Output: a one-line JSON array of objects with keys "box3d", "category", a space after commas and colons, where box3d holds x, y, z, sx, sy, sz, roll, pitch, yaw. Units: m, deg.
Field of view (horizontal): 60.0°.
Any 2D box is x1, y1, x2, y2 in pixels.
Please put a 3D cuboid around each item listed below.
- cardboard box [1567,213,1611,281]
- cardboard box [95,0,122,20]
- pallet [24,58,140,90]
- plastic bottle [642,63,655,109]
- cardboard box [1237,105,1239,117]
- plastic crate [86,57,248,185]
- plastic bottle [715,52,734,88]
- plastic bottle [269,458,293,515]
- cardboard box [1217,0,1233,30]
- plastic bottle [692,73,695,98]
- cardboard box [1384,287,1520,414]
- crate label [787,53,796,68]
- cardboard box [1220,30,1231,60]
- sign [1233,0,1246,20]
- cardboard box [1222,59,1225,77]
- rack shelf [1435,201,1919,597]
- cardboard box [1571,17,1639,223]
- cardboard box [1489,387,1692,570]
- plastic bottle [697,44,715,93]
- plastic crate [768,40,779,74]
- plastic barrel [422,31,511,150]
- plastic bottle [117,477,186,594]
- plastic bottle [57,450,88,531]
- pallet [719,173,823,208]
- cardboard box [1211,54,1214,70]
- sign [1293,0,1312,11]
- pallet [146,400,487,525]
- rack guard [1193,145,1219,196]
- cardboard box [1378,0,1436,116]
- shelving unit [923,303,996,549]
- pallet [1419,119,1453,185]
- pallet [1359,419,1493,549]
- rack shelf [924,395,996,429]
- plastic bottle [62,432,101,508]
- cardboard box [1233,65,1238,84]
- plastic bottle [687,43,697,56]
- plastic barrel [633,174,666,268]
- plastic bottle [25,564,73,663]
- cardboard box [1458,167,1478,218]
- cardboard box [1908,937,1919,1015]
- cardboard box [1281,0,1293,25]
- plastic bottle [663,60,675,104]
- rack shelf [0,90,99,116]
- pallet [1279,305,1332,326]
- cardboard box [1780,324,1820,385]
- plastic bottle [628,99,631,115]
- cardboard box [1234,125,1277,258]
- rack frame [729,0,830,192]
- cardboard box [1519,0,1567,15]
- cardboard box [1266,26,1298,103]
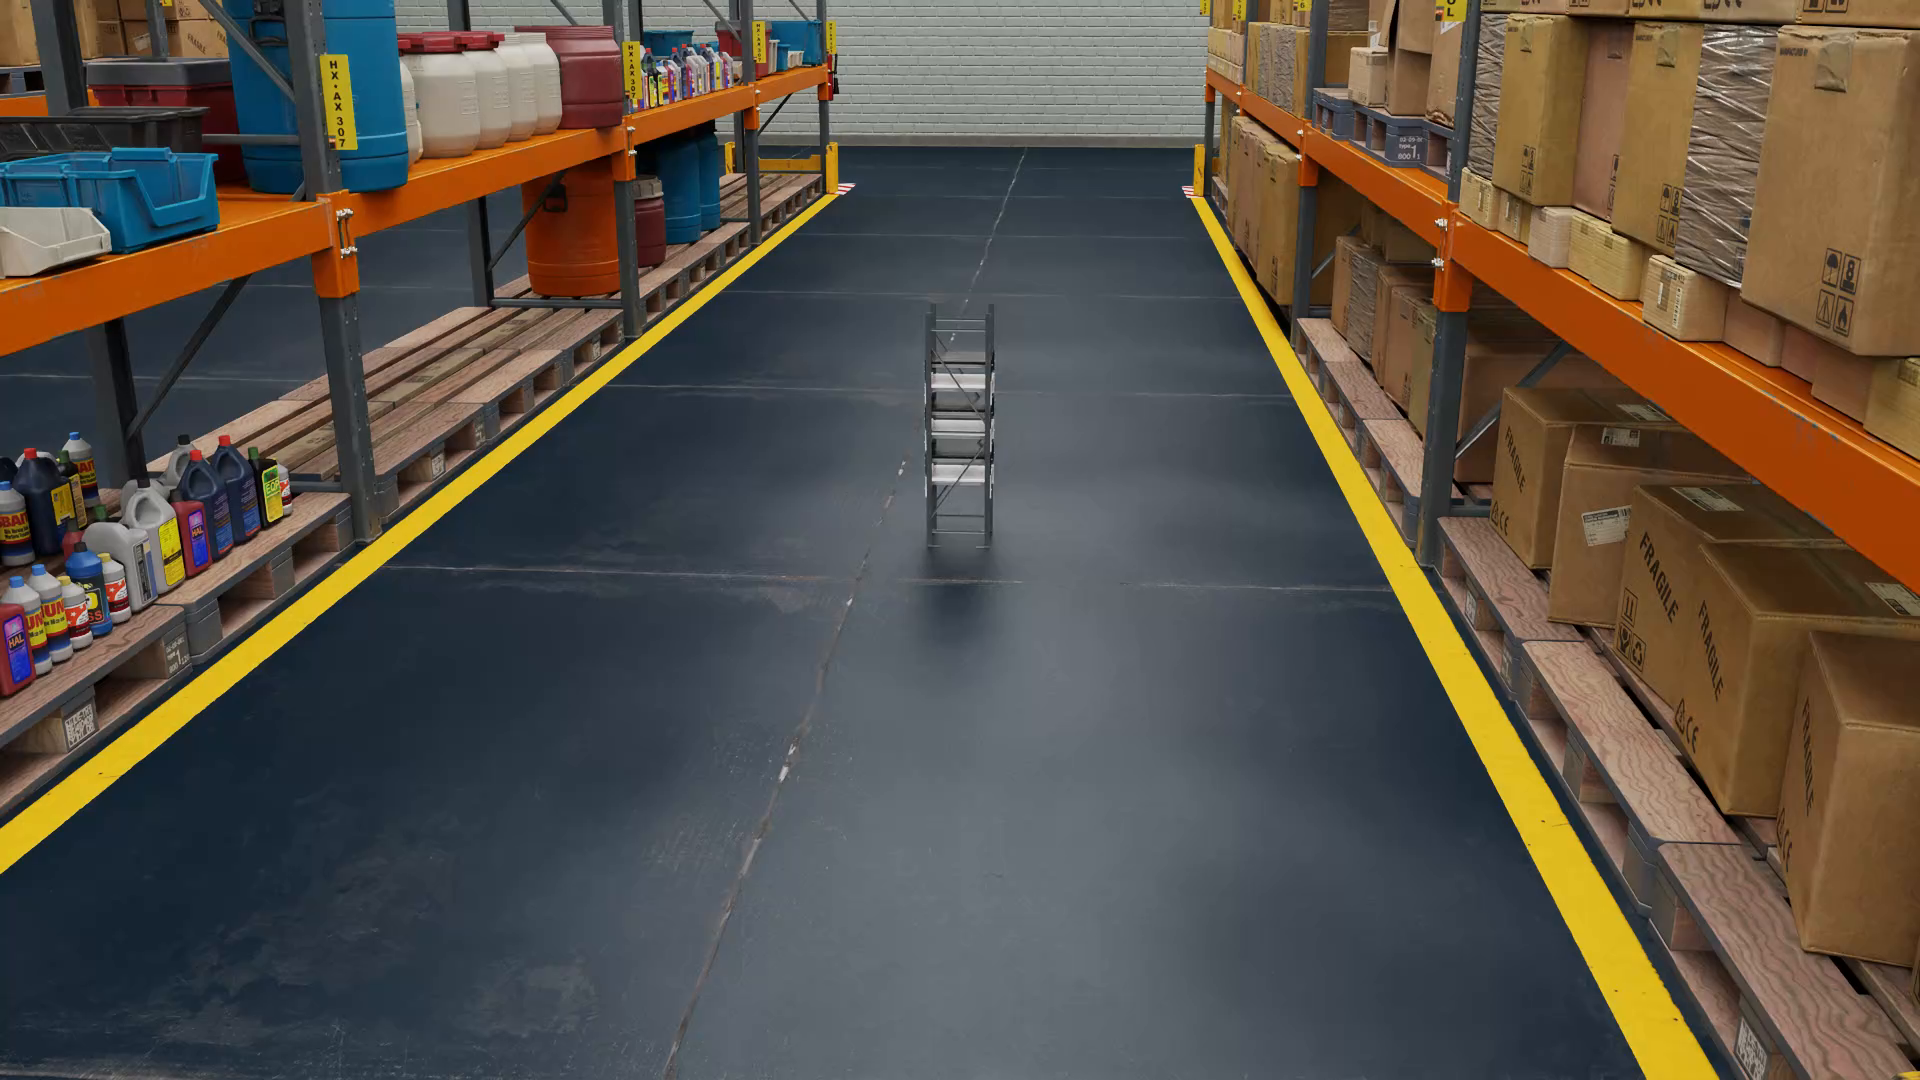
[{"box3d": [1.809, -0.756, 4.317, 0.380, 0.149, 0.250, 1, 18, 4], "category": "cardboard box"}, {"box3d": [-7.339, -4.717, 14.234, 0.500, 0.500, 0.500, 1, 18, 4], "category": "cardboard box"}, {"box3d": [-7.283, -3.694, 13.188, 1.003, 0.211, 1.213, 1, 18, 4], "category": "pallet"}, {"box3d": [-2.022, -2.933, 10.745, 0.061, 0.283, 0.133, 1, 18, 4], "category": "plastic bottle"}, {"box3d": [2.955, -3.482, 14.969, 0.875, 0.875, 0.875, 1, 18, 4], "category": "cardboard box"}, {"box3d": [-3.021, -1.623, 6.455, 0.402, 0.464, 0.583, 1, 18, 4], "category": "plastic crate"}, {"box3d": [-1.883, -3.731, 13.191, 0.152, 0.276, 0.135, 1, 18, 4], "category": "plastic bottle"}, {"box3d": [-2.466, -0.195, 5.987, 0.097, 0.201, 0.097, 0, 18, 0], "category": "plastic bottle"}, {"box3d": [2.679, -5.018, 15.480, 0.500, 0.500, 0.500, 1, 18, 2], "category": "cardboard box"}, {"box3d": [-1.952, -3.275, 11.919, 0.097, 0.201, 0.097, 0, 18, 0], "category": "plastic bottle"}, {"box3d": [2.348, -0.857, 7.530, 0.700, 0.500, 0.500, 0, 18, -1], "category": "cardboard box"}, {"box3d": [-1.799, -4.631, 16.066, 0.396, 0.136, 0.243, 1, 18, 4], "category": "crate label"}, {"box3d": [2.644, -4.499, 15.098, 0.500, 0.250, 0.500, 1, 18, 3], "category": "cardboard box"}, {"box3d": [2.210, -4.270, 13.119, 0.100, 0.325, 0.005, 1, 18, 4], "category": "sign"}, {"box3d": [2.570, -4.270, 15.040, 0.380, 0.149, 0.250, 2, 18, 5], "category": "cardboard box"}, {"box3d": [2.046, -0.361, 3.864, 1.077, 0.370, 4.000, 1, 18, 4], "category": "rack shelf"}, {"box3d": [2.090, -1.063, 4.211, 0.875, 0.500, 0.500, 1, 18, 4], "category": "cardboard box"}, {"box3d": [2.121, -0.213, 5.595, 0.500, 0.500, 0.500, 1, 18, 2], "category": "cardboard box"}, {"box3d": [-1.930, -3.546, 12.507, 0.144, 0.351, 0.185, 1, 18, 4], "category": "plastic bottle"}, {"box3d": [-1.884, -4.362, 15.011, 0.437, 0.282, 0.530, 1, 18, 4], "category": "plastic crate"}, {"box3d": [-2.379, -2.154, 7.961, 0.433, 0.535, 0.433, 0, 18, 0], "category": "plastic barrel"}, {"box3d": [-2.546, -0.019, 5.211, 0.144, 0.351, 0.185, 1, 18, 4], "category": "plastic bottle"}, {"box3d": [-3.100, -0.161, 5.752, 0.061, 0.283, 0.133, 1, 18, 4], "category": "plastic bottle"}, {"box3d": [-1.988, -3.581, 17.014, 1.003, 0.211, 1.213, 1, 18, 4], "category": "pallet"}, {"box3d": [2.661, -4.670, 16.261, 0.380, 0.149, 0.250, 1, 18, 3], "category": "cardboard box"}, {"box3d": [1.923, -3.128, 9.293, 0.100, 0.325, 0.005, 1, 18, 4], "category": "sign"}, {"box3d": [-2.733, -0.355, 7.166, 1.003, 0.211, 1.213, 1, 18, 4], "category": "pallet"}, {"box3d": [3.052, -3.871, 17.434, 1.175, 0.500, 0.348, 1, 18, 4], "category": "rack guard"}, {"box3d": [2.222, -2.113, 7.215, 0.797, 0.503, 0.637, 3, 18, 10], "category": "cardboard box"}, {"box3d": [0.001, -0.430, 6.291, 0.258, 0.900, 0.210, 1, 18, 4], "category": "shelving unit"}, {"box3d": [2.390, -1.467, 6.392, 1.003, 0.211, 1.213, 1, 18, 4], "category": "pallet"}, {"box3d": [2.244, -0.241, 6.820, 1.003, 0.211, 1.213, 1, 18, 4], "category": "pallet"}, {"box3d": [0.001, -0.484, 6.273, 0.258, 0.077, 0.200, 1, 18, 4], "category": "rack shelf"}, {"box3d": [-3.210, -0.258, 6.069, 0.097, 0.271, 0.097, 0, 18, 0], "category": "plastic bottle"}, {"box3d": [2.477, -3.872, 13.825, 0.380, 0.149, 0.250, 2, 18, 5], "category": "cardboard box"}, {"box3d": [-2.060, -3.607, 12.692, 0.144, 0.351, 0.185, 1, 18, 4], "category": "plastic bottle"}, {"box3d": [-2.365, -2.234, 11.622, 0.600, 0.588, 0.708, 1, 18, 4], "category": "plastic barrel"}, {"box3d": [-2.565, 0.201, 4.667, 0.097, 0.271, 0.097, 0, 18, 0], "category": "plastic bottle"}, {"box3d": [1.874, -1.145, 5.503, 0.380, 0.149, 0.250, 1, 18, 4], "category": "cardboard box"}, {"box3d": [1.965, 0.713, 2.771, 0.500, 0.500, 0.500, 5, 19, 14], "category": "cardboard box"}, {"box3d": [2.665, -3.922, 11.803, 0.797, 0.503, 0.637, 1, 18, 5], "category": "cardboard box"}, {"box3d": [-1.982, -3.107, 11.275, 0.061, 0.283, 0.133, 1, 18, 4], "category": "plastic bottle"}, {"box3d": [-7.261, -3.068, 12.125, 1.077, 0.370, 4.000, 1, 18, 4], "category": "rack shelf"}, {"box3d": [2.608, -1.485, 10.615, 1.003, 0.211, 1.213, 1, 18, 4], "category": "pallet"}, {"box3d": [1.795, -0.366, 3.127, 0.380, 0.149, 0.250, 1, 18, 4], "category": "cardboard box"}, {"box3d": [-2.110, -2.745, 10.184, 0.152, 0.276, 0.135, 1, 18, 4], "category": "plastic bottle"}, {"box3d": [2.674, -2.522, 12.041, 1.225, 0.875, 0.875, 1, 18, 2], "category": "cardboard box"}, {"box3d": [-1.890, -5.162, 17.359, 1.000, 3.000, 0.127, 1, 18, 4], "category": "rack frame"}, {"box3d": [1.870, -1.699, 4.547, 0.500, 0.500, 0.500, 1, 18, 4], "category": "cardboard box"}, {"box3d": [2.378, -3.247, 11.355, 0.500, 0.500, 0.500, 2, 18, 5], "category": "cardboard box"}]
